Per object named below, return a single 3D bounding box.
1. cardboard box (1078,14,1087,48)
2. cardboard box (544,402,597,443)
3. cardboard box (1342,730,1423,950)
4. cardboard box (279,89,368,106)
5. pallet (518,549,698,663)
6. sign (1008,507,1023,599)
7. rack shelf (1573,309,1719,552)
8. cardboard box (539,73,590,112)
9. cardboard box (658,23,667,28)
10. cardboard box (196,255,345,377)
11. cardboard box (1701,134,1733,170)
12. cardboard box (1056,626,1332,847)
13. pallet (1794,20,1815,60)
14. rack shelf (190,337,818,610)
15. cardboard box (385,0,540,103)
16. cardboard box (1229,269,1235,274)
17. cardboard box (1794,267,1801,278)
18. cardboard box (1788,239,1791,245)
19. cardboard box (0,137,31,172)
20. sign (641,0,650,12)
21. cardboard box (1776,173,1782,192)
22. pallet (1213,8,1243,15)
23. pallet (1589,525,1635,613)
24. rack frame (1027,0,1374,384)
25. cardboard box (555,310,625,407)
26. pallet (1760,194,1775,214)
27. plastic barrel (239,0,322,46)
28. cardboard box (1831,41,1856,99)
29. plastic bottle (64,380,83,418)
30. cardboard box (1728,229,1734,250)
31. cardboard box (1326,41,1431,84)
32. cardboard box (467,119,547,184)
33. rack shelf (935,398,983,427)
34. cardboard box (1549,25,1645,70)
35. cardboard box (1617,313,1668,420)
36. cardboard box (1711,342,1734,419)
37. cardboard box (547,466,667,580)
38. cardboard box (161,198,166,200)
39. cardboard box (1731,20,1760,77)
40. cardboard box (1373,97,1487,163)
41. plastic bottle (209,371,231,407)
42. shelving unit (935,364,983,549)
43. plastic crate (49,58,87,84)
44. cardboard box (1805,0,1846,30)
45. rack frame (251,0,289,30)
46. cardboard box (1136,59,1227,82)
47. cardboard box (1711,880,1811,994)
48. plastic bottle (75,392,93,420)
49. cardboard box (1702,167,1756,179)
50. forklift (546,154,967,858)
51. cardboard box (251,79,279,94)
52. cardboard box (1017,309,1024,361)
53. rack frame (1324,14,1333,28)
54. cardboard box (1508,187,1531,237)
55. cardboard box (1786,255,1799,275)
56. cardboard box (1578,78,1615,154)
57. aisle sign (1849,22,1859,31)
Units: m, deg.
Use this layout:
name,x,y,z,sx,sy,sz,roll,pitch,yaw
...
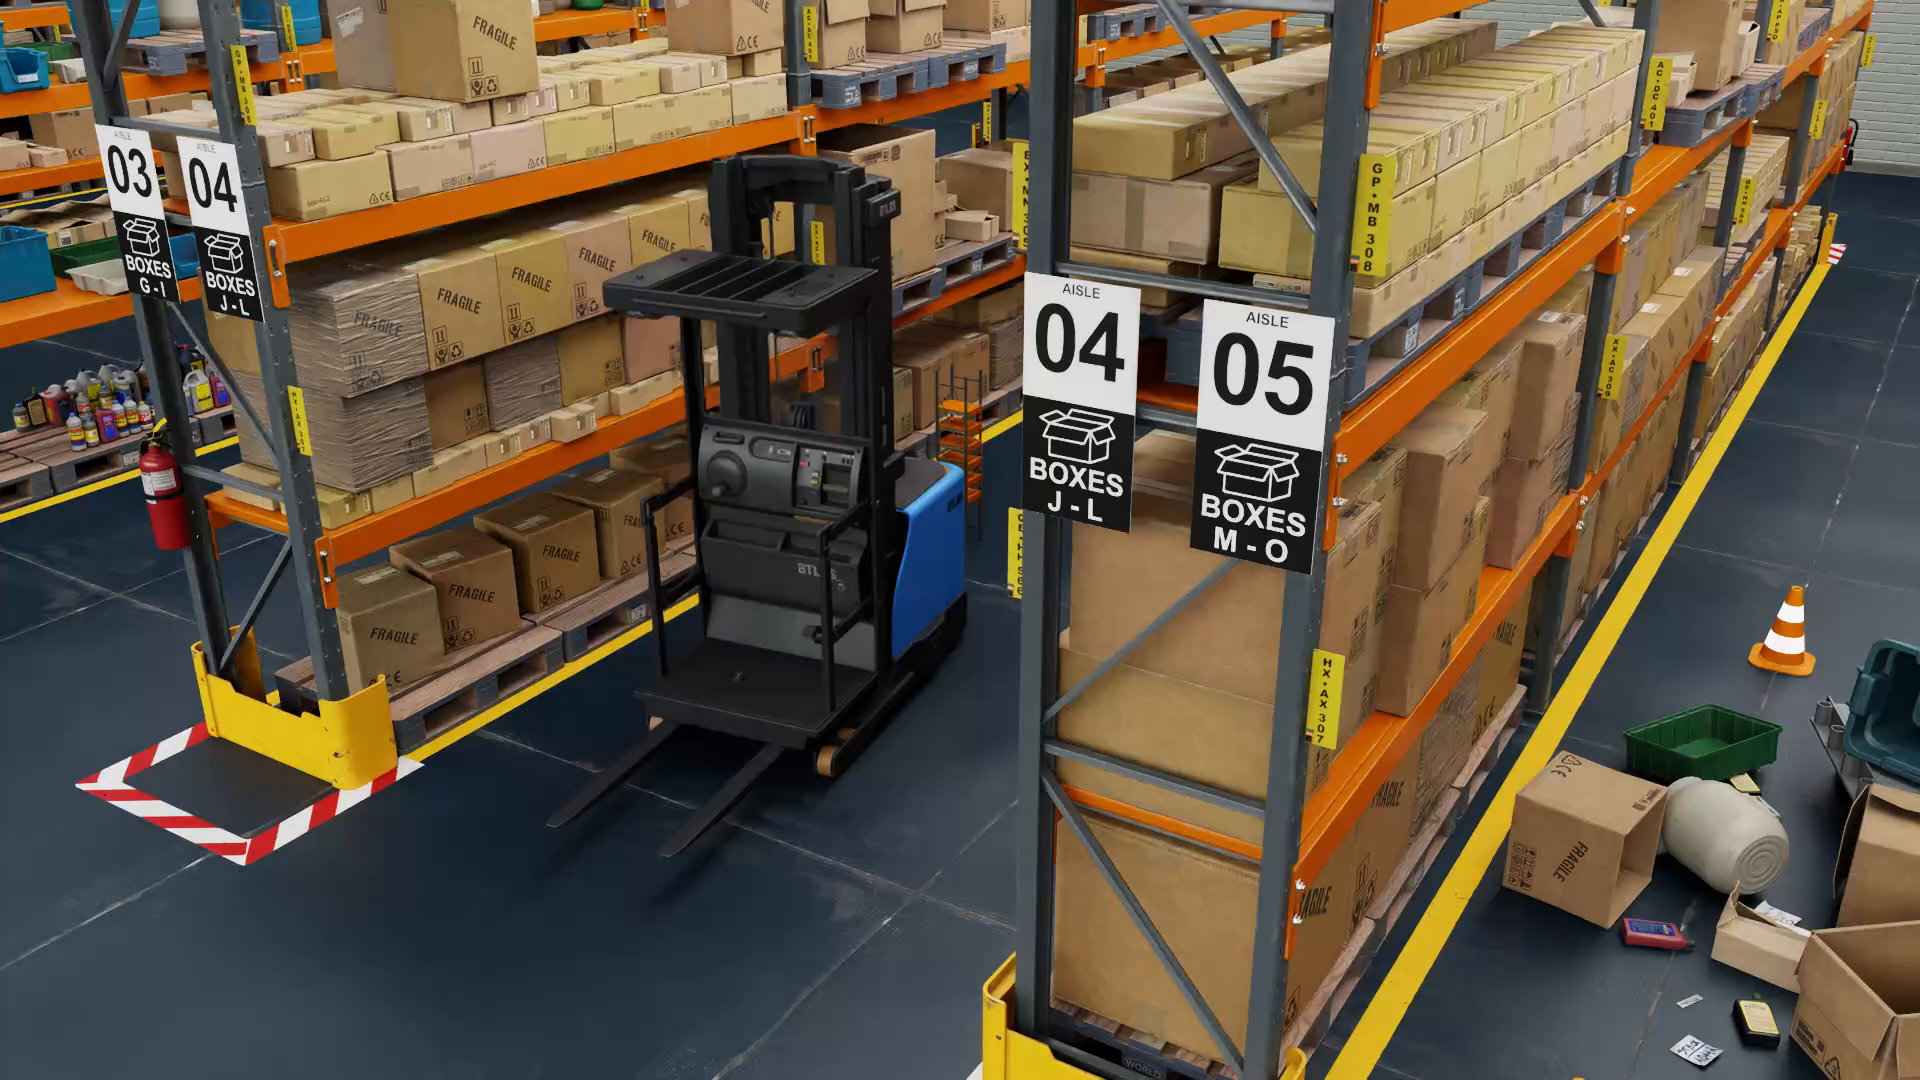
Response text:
name,x,y,z,sx,sy,sz,roll,pitch,yaw
cardboard box,0.677,-4.060,13.267,0.500,0.250,0.500,14,27,29
cardboard box,-2.274,-0.681,9.364,0.380,0.149,0.250,14,27,29
cardboard box,1.424,1.051,7.192,0.875,0.875,0.875,13,27,28
cardboard box,-3.219,-2.183,8.427,0.380,0.149,0.250,14,27,29
pallet,-2.357,0.313,10.262,1.003,0.211,1.213,14,27,29
sign,0.207,0.051,5.602,0.100,0.325,0.005,14,27,29
rack shelf,3.825,-0.886,10.426,1.077,0.370,4.000,14,27,29
cardboard box,-2.224,-2.417,8.968,0.380,0.149,0.250,13,26,27
cardboard box,-4.282,-7.519,23.458,0.500,0.500,0.500,15,27,31
cardboard box,-3.420,-1.143,8.356,0.500,0.500,0.500,14,27,29
cardboard box,7.005,-3.646,15.396,0.500,0.500,0.500,14,27,29
cardboard box,0.817,0.606,5.887,0.875,0.550,0.550,14,27,29
pallet,6.030,-3.995,13.163,1.213,0.211,1.003,14,27,29
rack shelf,-2.445,-0.609,9.787,1.077,0.370,4.000,14,27,29
cardboard box,-2.488,-2.497,8.338,0.500,0.500,0.500,14,27,29
cardboard box,0.816,-1.046,5.776,0.380,0.149,0.250,14,27,30
cardboard box,8.376,-2.802,17.006,0.380,0.149,0.250,14,27,30
cardboard box,8.030,-2.918,16.527,0.380,0.149,0.250,13,26,27
cardboard box,-9.582,-3.798,16.437,0.500,0.250,0.500,16,28,32
sign,-3.017,-5.218,15.884,0.100,0.325,0.005,14,27,29
cardboard box,6.949,-3.143,14.522,0.380,0.149,0.250,13,27,28
pallet,2.388,-5.284,16.144,0.805,0.209,1.217,13,26,27
pallet,3.756,0.049,10.871,1.003,0.211,1.213,14,27,29
rack frame,0.660,-1.944,4.414,1.000,3.000,0.127,14,27,29
cardboard box,-2.451,-1.147,9.623,0.875,0.500,0.500,14,27,29
pallet,6.463,-2.926,14.474,1.003,0.211,1.213,14,27,29
plastic barrel,-5.514,-4.476,13.407,0.600,0.901,0.708,14,27,29
cardboard box,8.536,-4.677,16.520,0.500,0.500,0.500,15,28,32
plastic bottle,-6.882,-1.092,12.872,0.152,0.276,0.135,13,27,28
cardboard box,5.571,-2.259,12.480,0.380,0.149,0.250,15,28,32
cardboard box,1.753,-2.011,7.001,0.380,0.149,0.250,14,27,30
cardboard box,-2.495,-2.022,8.559,0.500,0.250,0.500,14,27,29
rack shelf,-0.008,-0.835,10.875,0.258,0.103,0.180,14,27,29
cardboard box,2.848,-2.217,7.477,0.380,0.149,0.250,14,27,29
cardboard box,3.808,-1.047,9.766,0.500,0.500,0.500,14,27,29
cardboard box,5.732,-1.292,13.077,0.500,0.500,0.500,14,27,30
cardboard box,-2.192,-0.113,10.352,0.500,0.500,0.500,11,26,24
cardboard box,-8.565,-3.486,17.754,0.500,0.311,0.500,15,27,30
cardboard box,4.584,-3.050,10.201,0.500,0.311,0.500,14,27,29
cardboard box,1.508,-1.359,5.495,0.380,0.149,0.250,14,27,30
plastic bottle,-5.845,-1.202,13.115,0.061,0.283,0.133,16,28,32
shelving unit,-0.008,-0.546,11.000,0.258,1.200,0.189,14,27,29
plastic crate,-6.101,-3.282,11.611,0.243,0.136,0.396,14,27,29
cardboard box,7.459,-4.650,14.628,0.500,0.250,0.500,15,28,32
rack frame,-5.598,-5.406,12.410,1.000,3.000,0.127,14,27,29
cardboard box,2.128,-4.374,16.190,0.797,0.503,0.637,14,27,30
cardboard box,3.428,1.680,7.035,0.396,0.266,0.258,20,30,38
plastic bottle,-6.767,-1.038,12.841,0.097,0.201,0.097,0,23,0
cardboard box,5.980,-2.801,12.983,0.380,0.149,0.250,15,27,31
forklift,-1.004,-0.330,8.323,1.130,2.935,3.031,10,25,21
cardboard box,-10.027,-6.388,24.408,0.750,0.750,0.750,14,27,30
cardboard box,0.383,-1.789,14.199,0.700,0.500,0.500,12,26,26
rack frame,4.940,-5.665,20.559,1.000,3.000,0.127,14,27,29
cardboard box,1.913,-1.251,6.251,0.380,0.149,0.250,14,27,29
cardboard box,8.105,-2.762,16.539,0.380,0.149,0.250,14,27,29
cardboard box,2.462,-1.833,7.093,0.500,0.250,0.500,14,27,29
aisle sign,9.394,-5.746,17.475,0.394,0.787,0.004,14,27,29
